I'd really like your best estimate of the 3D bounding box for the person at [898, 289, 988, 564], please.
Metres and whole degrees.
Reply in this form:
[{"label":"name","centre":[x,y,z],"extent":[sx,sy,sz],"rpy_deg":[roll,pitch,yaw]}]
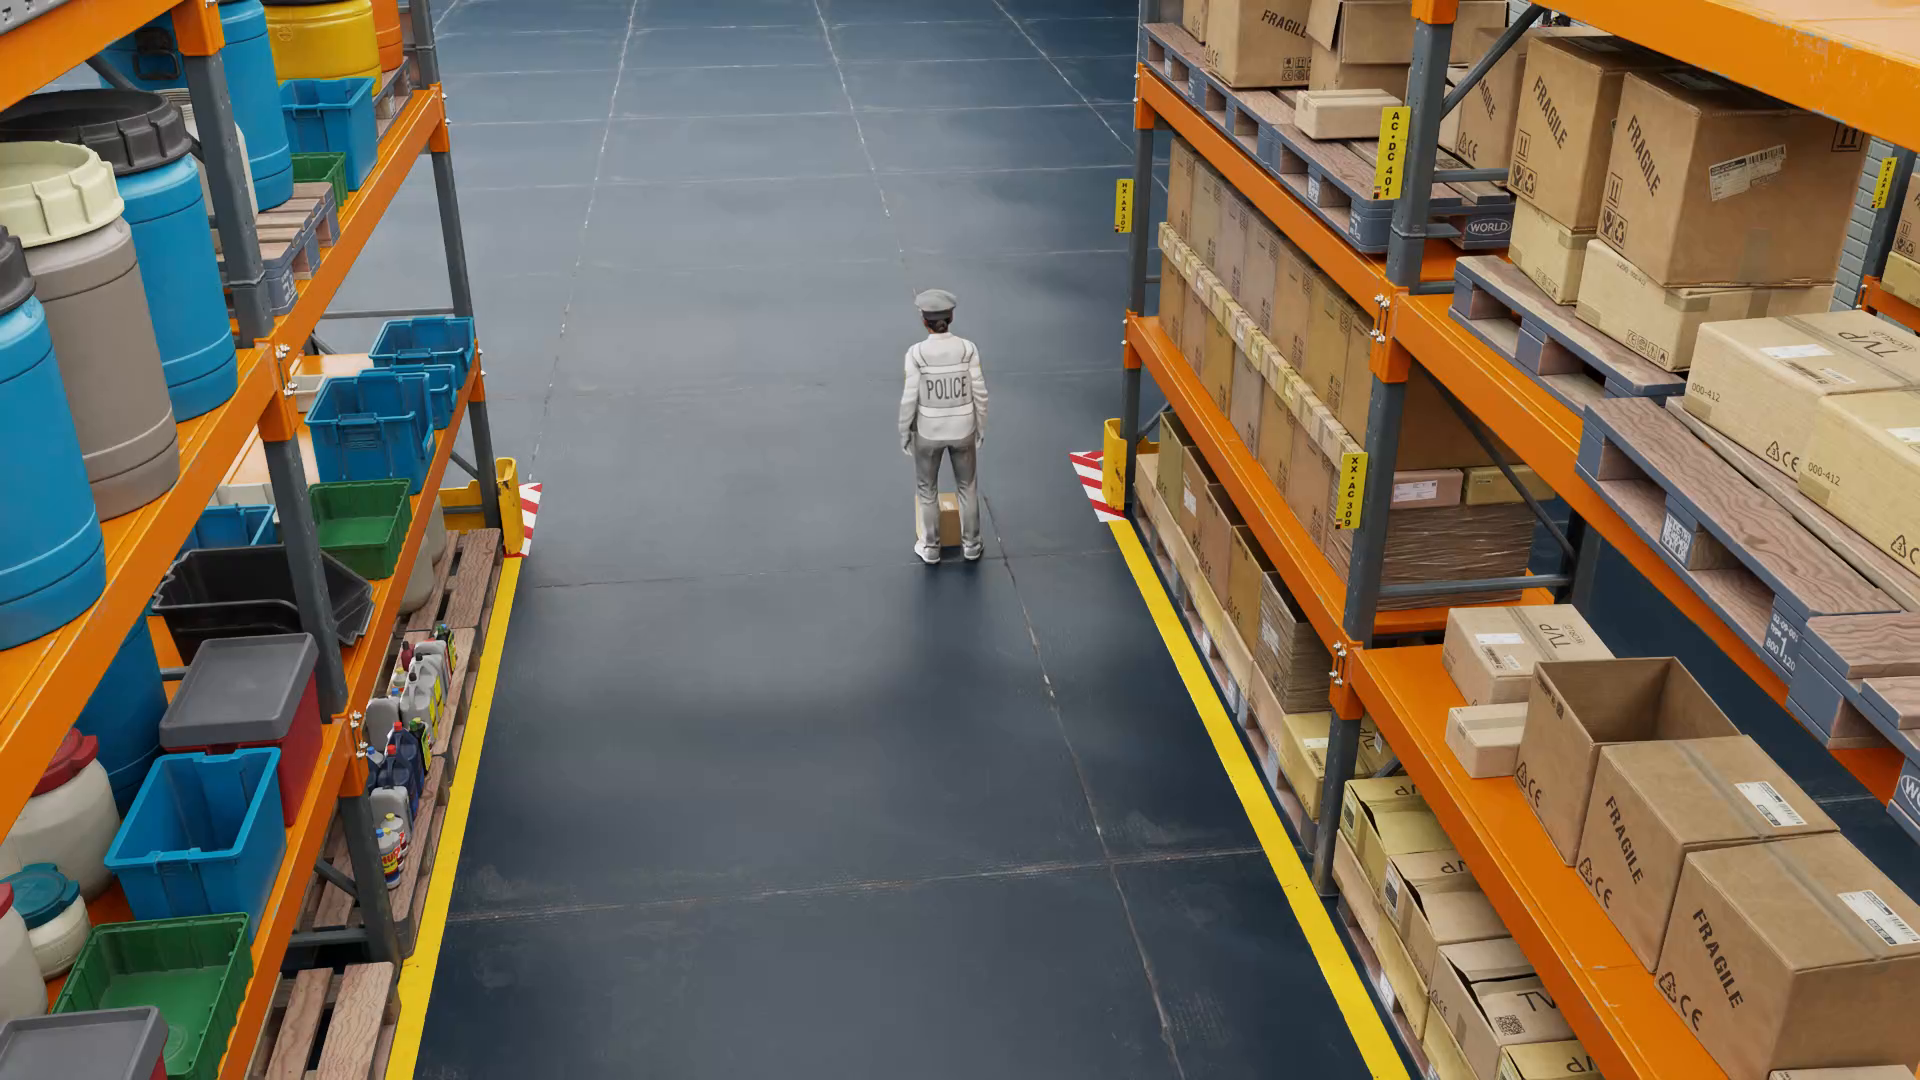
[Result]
[{"label":"person","centre":[-0.099,-0.641,9.856],"extent":[0.541,1.662,0.375],"rpy_deg":[-5,28,-10]}]
